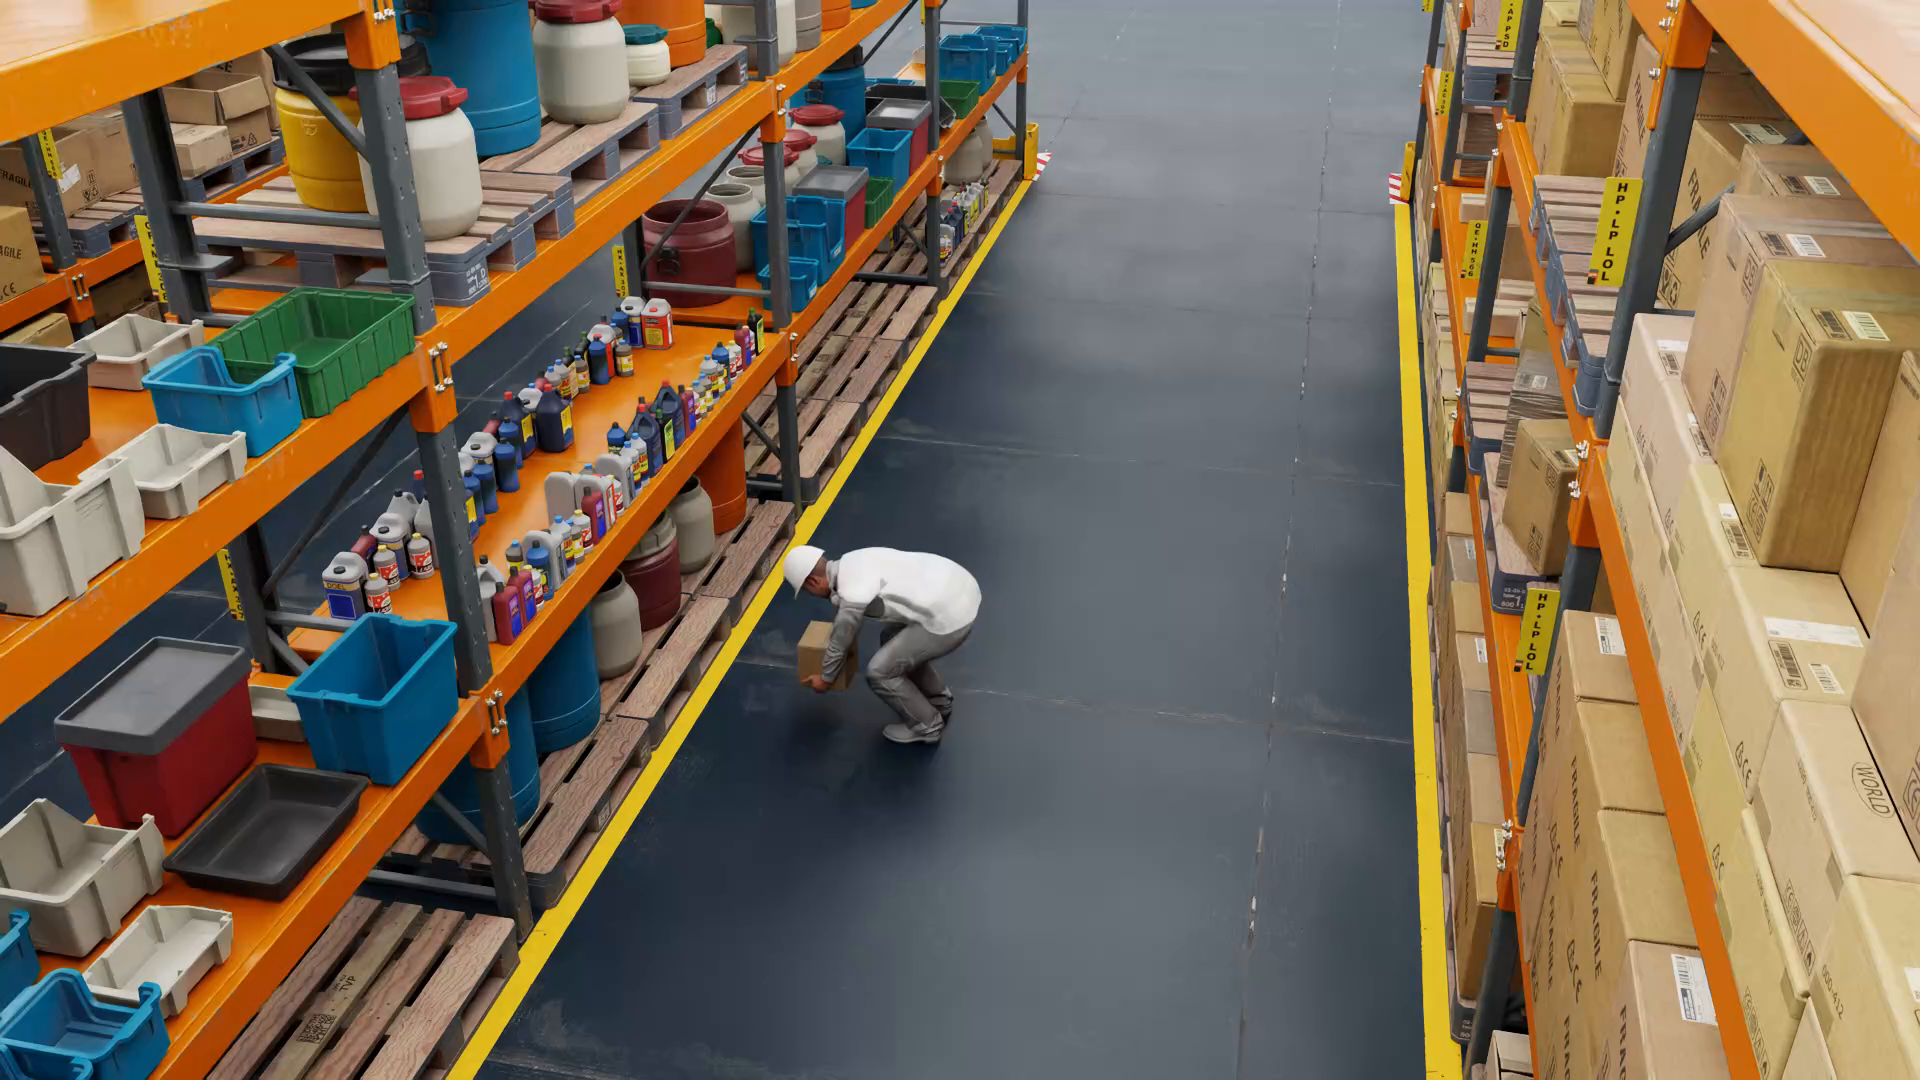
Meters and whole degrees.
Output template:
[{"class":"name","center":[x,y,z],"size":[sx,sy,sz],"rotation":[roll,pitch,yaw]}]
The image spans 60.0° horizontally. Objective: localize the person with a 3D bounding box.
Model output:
[{"class":"person","center":[-0.396,0.506,8.474],"size":[0.996,1.000,0.519],"rotation":[5,29,8]}]
